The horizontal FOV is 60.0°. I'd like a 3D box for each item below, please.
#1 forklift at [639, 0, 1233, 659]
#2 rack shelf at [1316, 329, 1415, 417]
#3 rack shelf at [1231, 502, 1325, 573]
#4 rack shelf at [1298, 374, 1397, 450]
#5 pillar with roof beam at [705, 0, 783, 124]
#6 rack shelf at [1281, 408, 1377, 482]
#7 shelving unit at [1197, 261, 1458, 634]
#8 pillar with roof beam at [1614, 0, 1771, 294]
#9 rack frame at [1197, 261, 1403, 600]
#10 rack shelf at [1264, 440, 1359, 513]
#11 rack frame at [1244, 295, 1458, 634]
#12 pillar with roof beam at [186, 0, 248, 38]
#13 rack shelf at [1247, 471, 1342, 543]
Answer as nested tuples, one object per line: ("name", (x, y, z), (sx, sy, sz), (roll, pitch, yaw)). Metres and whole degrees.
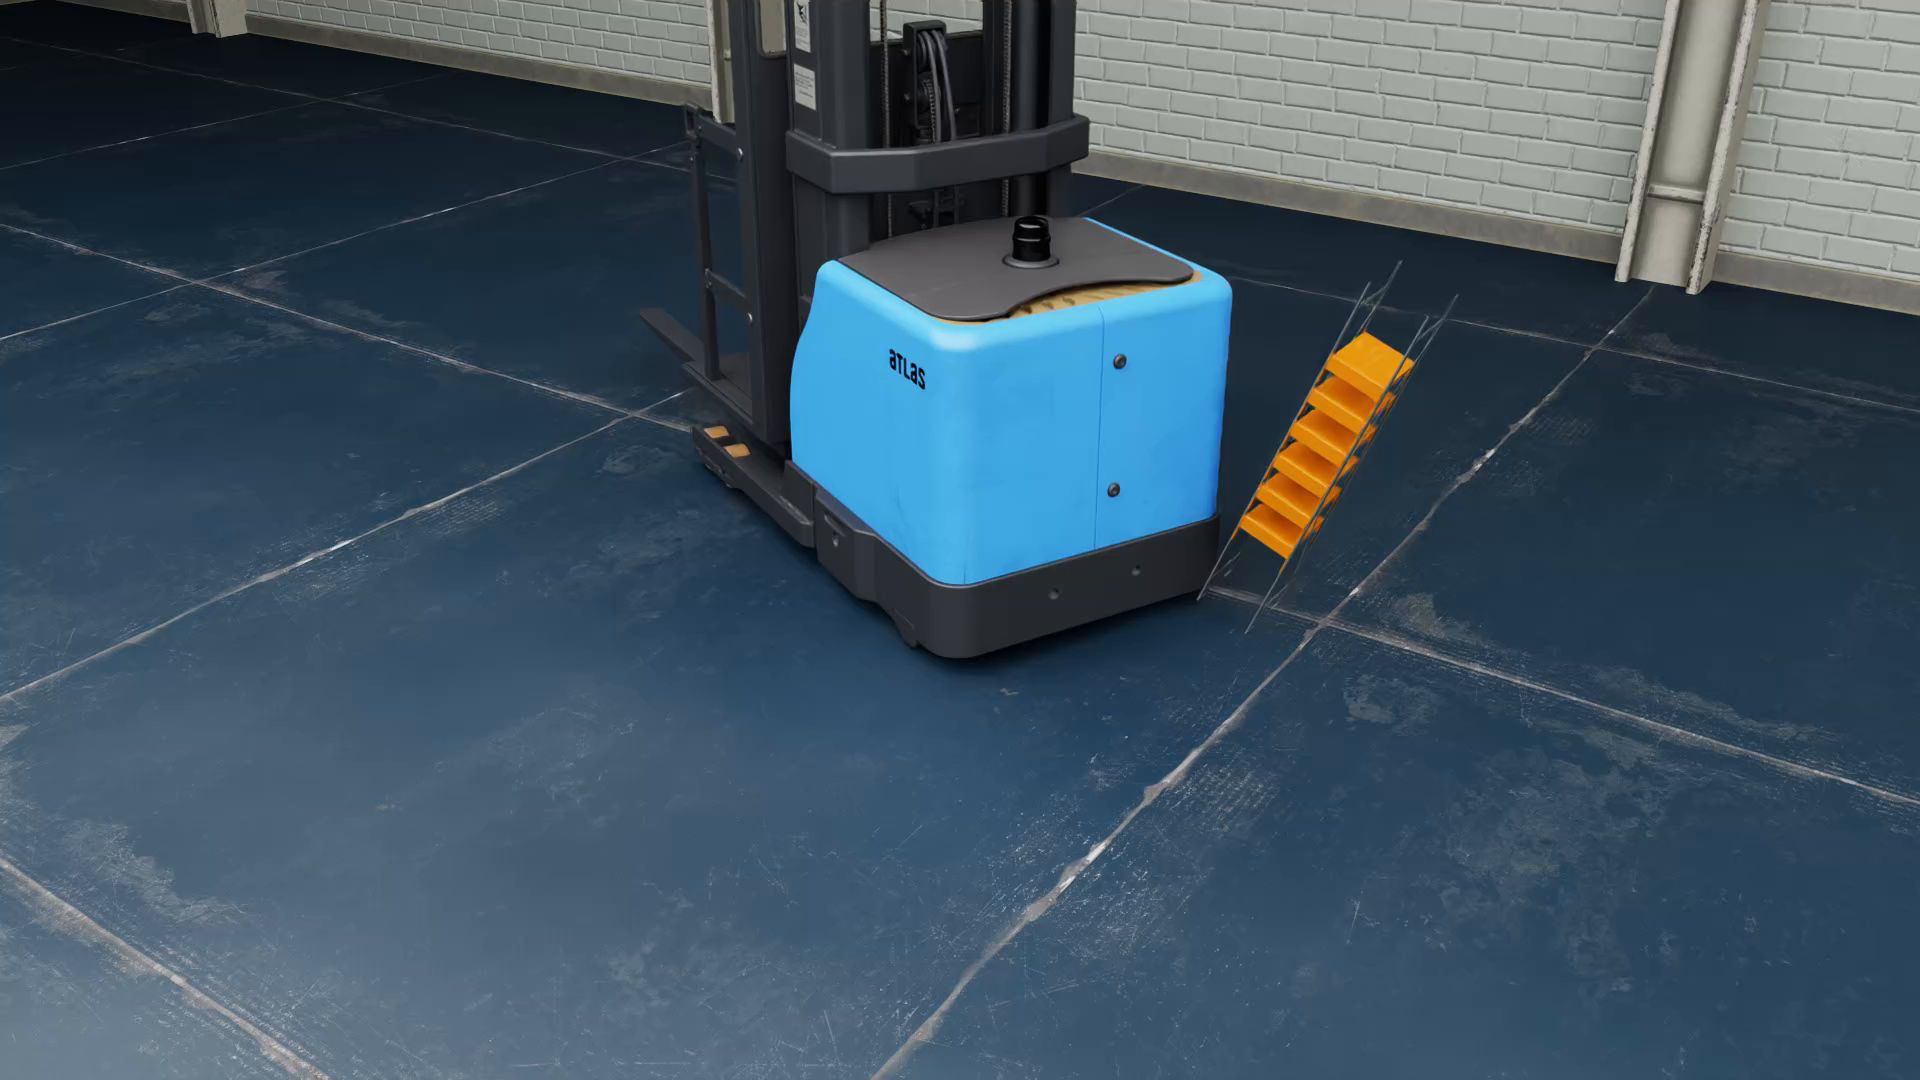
("forklift", (-0.348, -1.587, 5.637), (1.130, 2.935, 3.031), (-15, 30, -27))
("rack shelf", (1.159, -0.478, 4.730), (0.180, 0.103, 0.258), (36, 39, 18))
("rack shelf", (0.979, -0.036, 5.094), (0.180, 0.103, 0.258), (36, 39, 18))
("rack shelf", (1.123, -0.390, 4.803), (0.180, 0.103, 0.258), (36, 39, 18))
("pillar with roof beam", (-3.869, -5.245, 6.134), (0.400, 9.000, 9.100), (17, 32, 30))
("rack shelf", (1.087, -0.301, 4.876), (0.180, 0.103, 0.258), (36, 39, 18))
("shelving unit", (1.064, -0.246, 4.921), (0.189, 1.200, 0.258), (36, 39, 18))
("pillar with roof beam", (1.077, -3.704, 3.106), (0.400, 9.000, 9.100), (17, 32, 30))
("rack frame", (0.994, -0.297, 4.949), (0.006, 1.200, 0.240), (36, 39, 18))
("rack shelf", (1.051, -0.213, 4.948), (0.180, 0.103, 0.258), (36, 39, 18))
("rack frame", (1.135, -0.194, 4.894), (0.006, 1.200, 0.240), (36, 39, 18))
("pillar with roof beam", (-8.815, -6.785, 9.161), (0.400, 9.000, 9.100), (17, 32, 30))
("rack shelf", (1.015, -0.125, 5.021), (0.180, 0.103, 0.258), (36, 39, 18))
